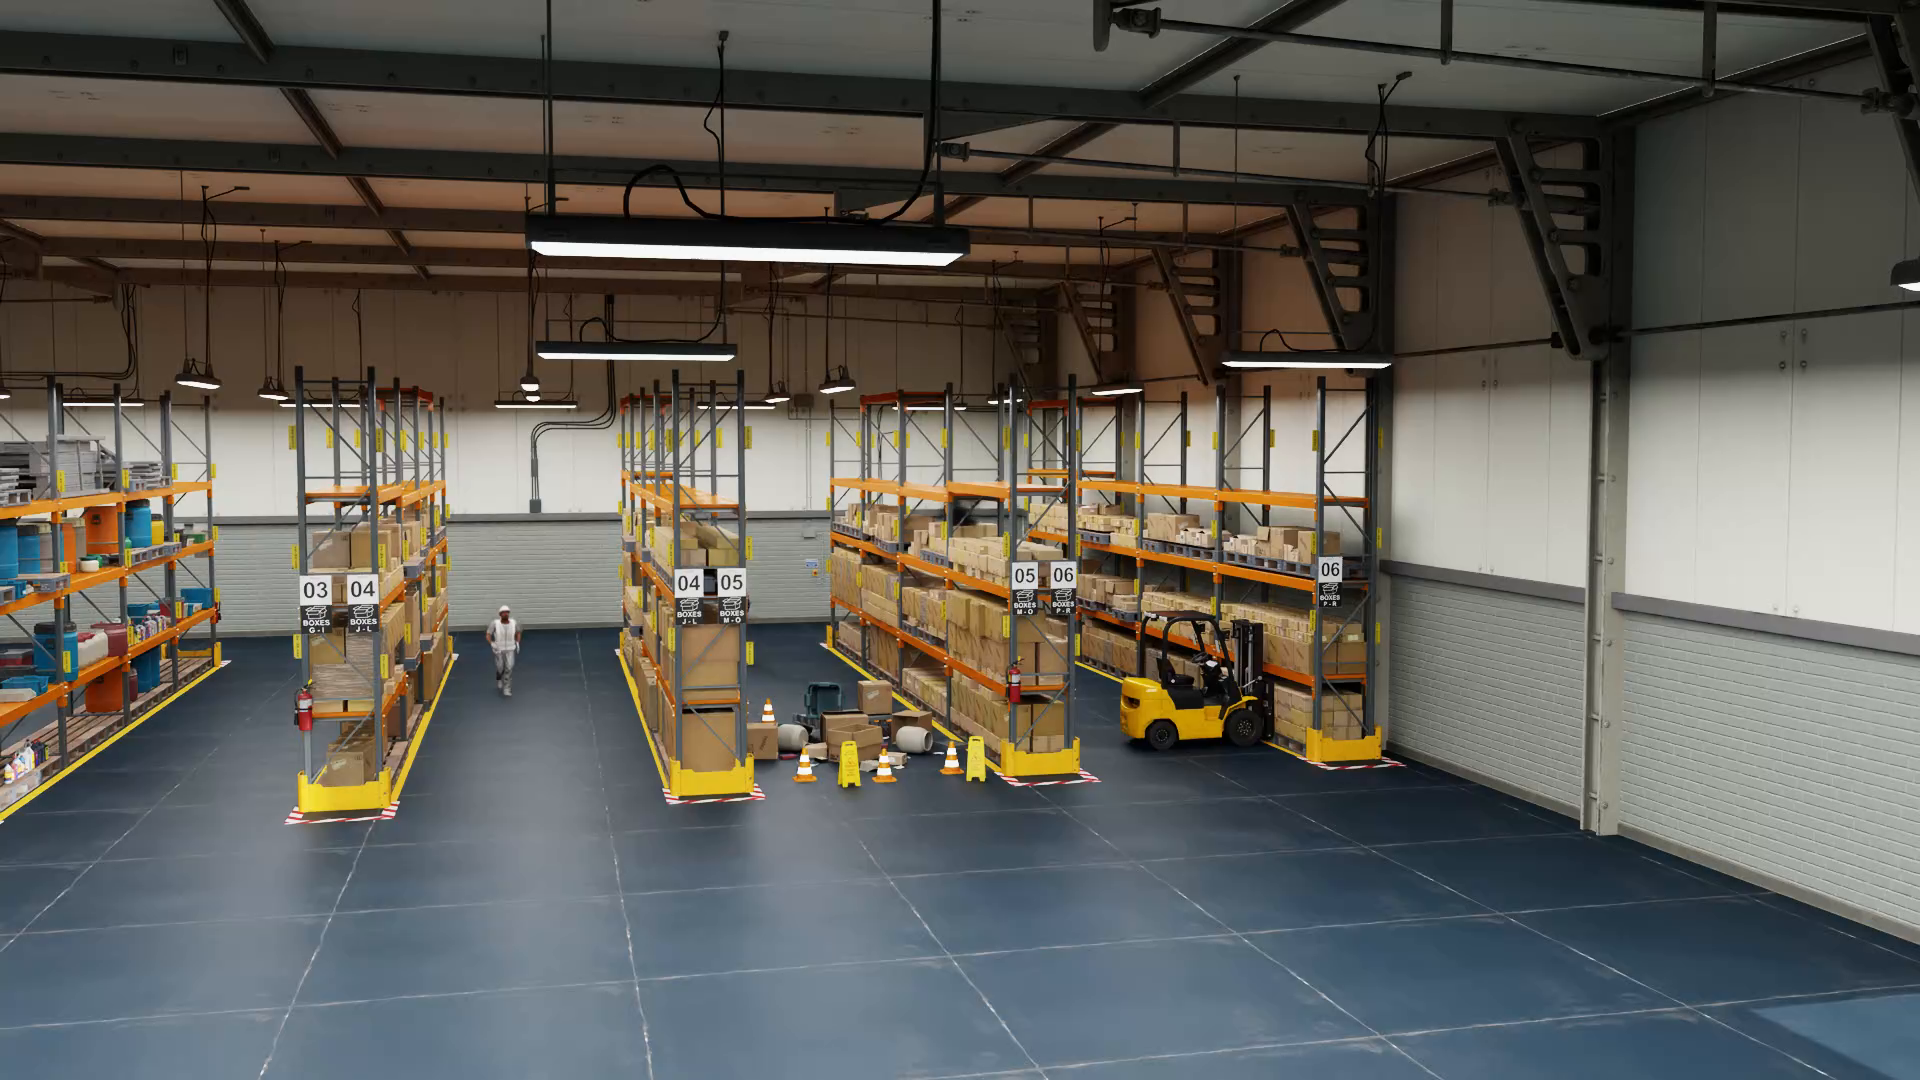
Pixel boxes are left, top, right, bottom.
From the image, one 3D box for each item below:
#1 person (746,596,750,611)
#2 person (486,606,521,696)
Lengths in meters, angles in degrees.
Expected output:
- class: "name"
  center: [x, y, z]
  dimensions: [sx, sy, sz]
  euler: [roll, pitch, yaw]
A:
- class: "person"
  center: [-5.251, 1.802, 38.452]
  dimensions: [0.727, 1.760, 1.036]
  euler: [-2, 4, -24]
- class: "person"
  center: [-8.995, 2.175, 32.820]
  dimensions: [0.686, 1.759, 0.766]
  euler: [-1, 4, -23]
